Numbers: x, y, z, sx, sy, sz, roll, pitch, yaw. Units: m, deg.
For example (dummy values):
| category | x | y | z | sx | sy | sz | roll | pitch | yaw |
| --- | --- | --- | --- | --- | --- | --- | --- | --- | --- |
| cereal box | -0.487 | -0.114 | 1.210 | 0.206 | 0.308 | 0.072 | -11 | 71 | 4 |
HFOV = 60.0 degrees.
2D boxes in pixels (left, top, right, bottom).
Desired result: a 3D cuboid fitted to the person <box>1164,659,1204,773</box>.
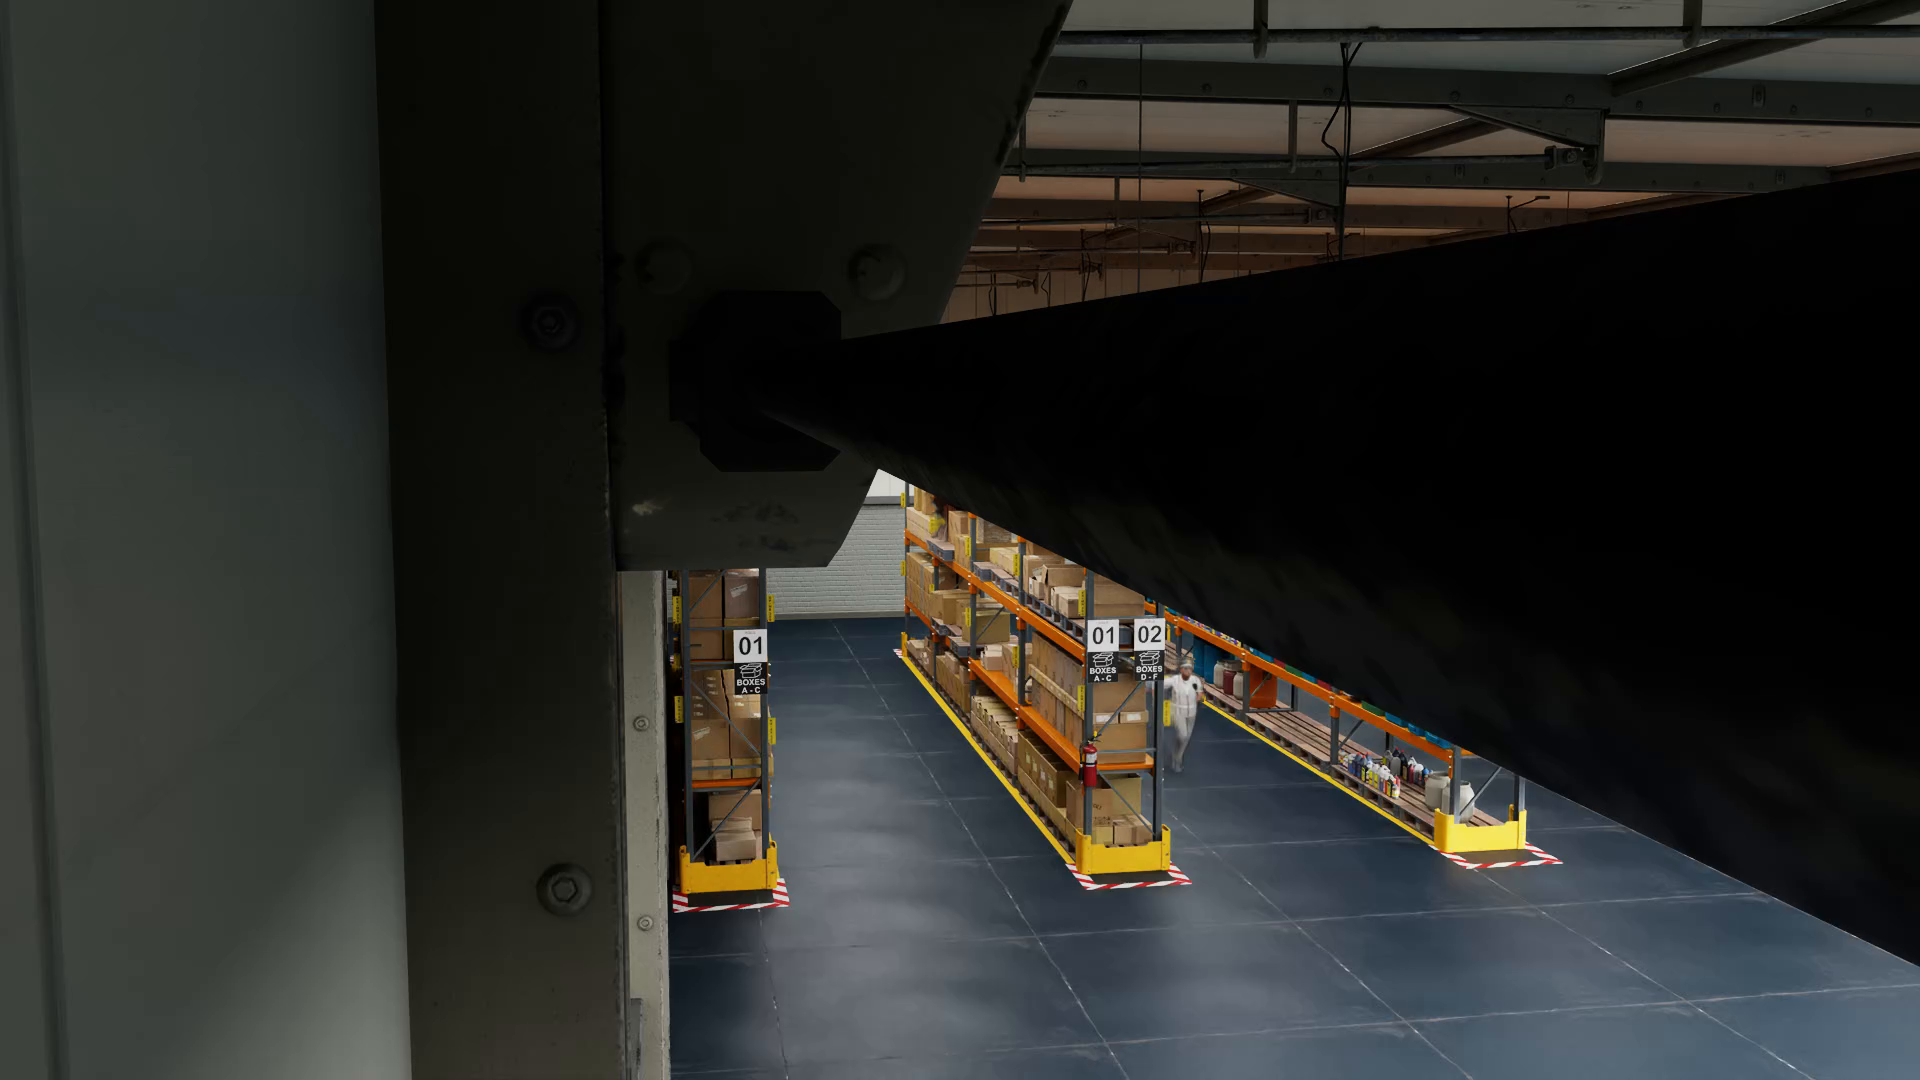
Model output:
| category | x | y | z | sx | sy | sz | roll | pitch | yaw |
| --- | --- | --- | --- | --- | --- | --- | --- | --- | --- |
| person | 3.519 | 2.755 | 26.180 | 0.643 | 1.809 | 0.782 | -2 | 6 | -18 |
